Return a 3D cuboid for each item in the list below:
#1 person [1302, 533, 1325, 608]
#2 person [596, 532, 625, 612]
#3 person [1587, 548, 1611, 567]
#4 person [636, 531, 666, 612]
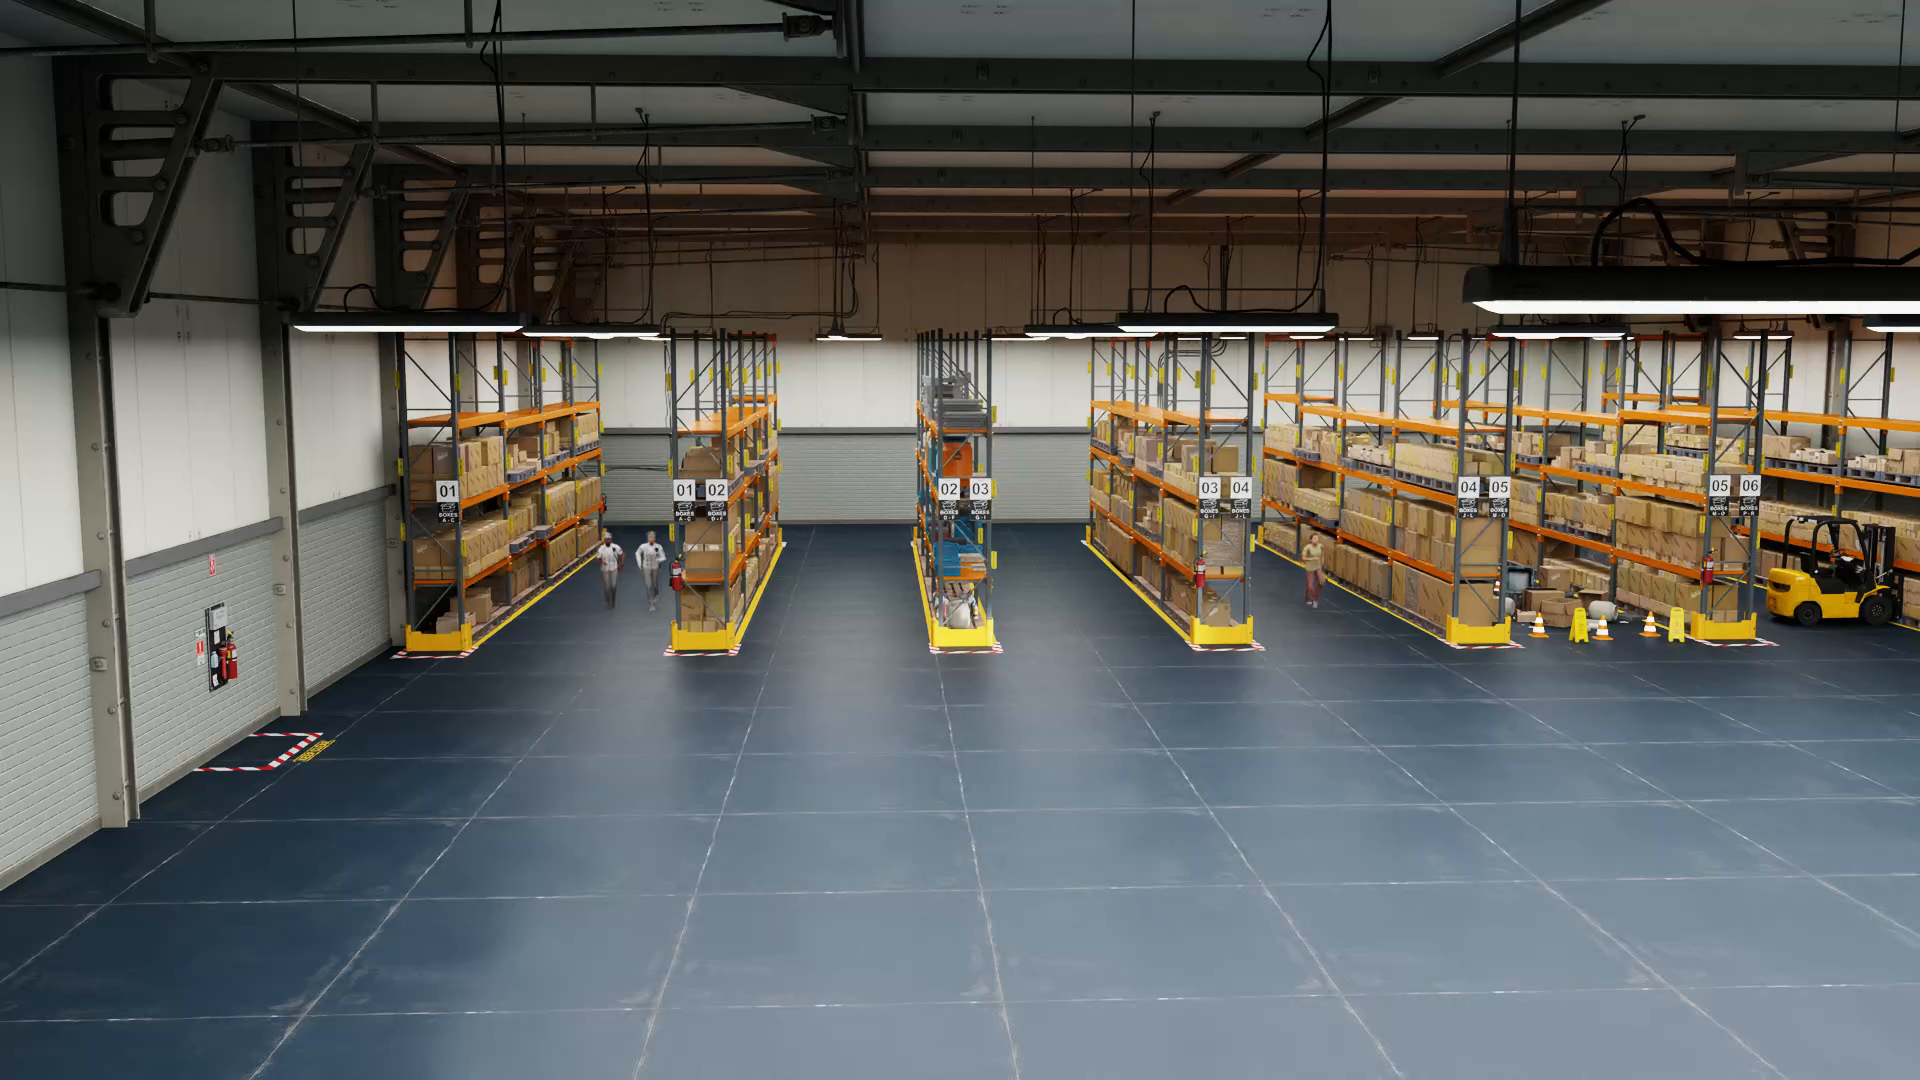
[{"bbox_3d":[7.657,0.650,36.010,0.606,1.640,0.773,-1,7,-12],"label":"person"},{"bbox_3d":[-7.531,0.692,35.824,0.581,1.727,0.737,-1,7,-7],"label":"person"},{"bbox_3d":[16.133,-0.108,41.973,0.691,1.820,0.953,-1,7,-9],"label":"person"},{"bbox_3d":[-6.678,0.644,35.989,0.628,1.705,0.909,-2,7,-13],"label":"person"}]
